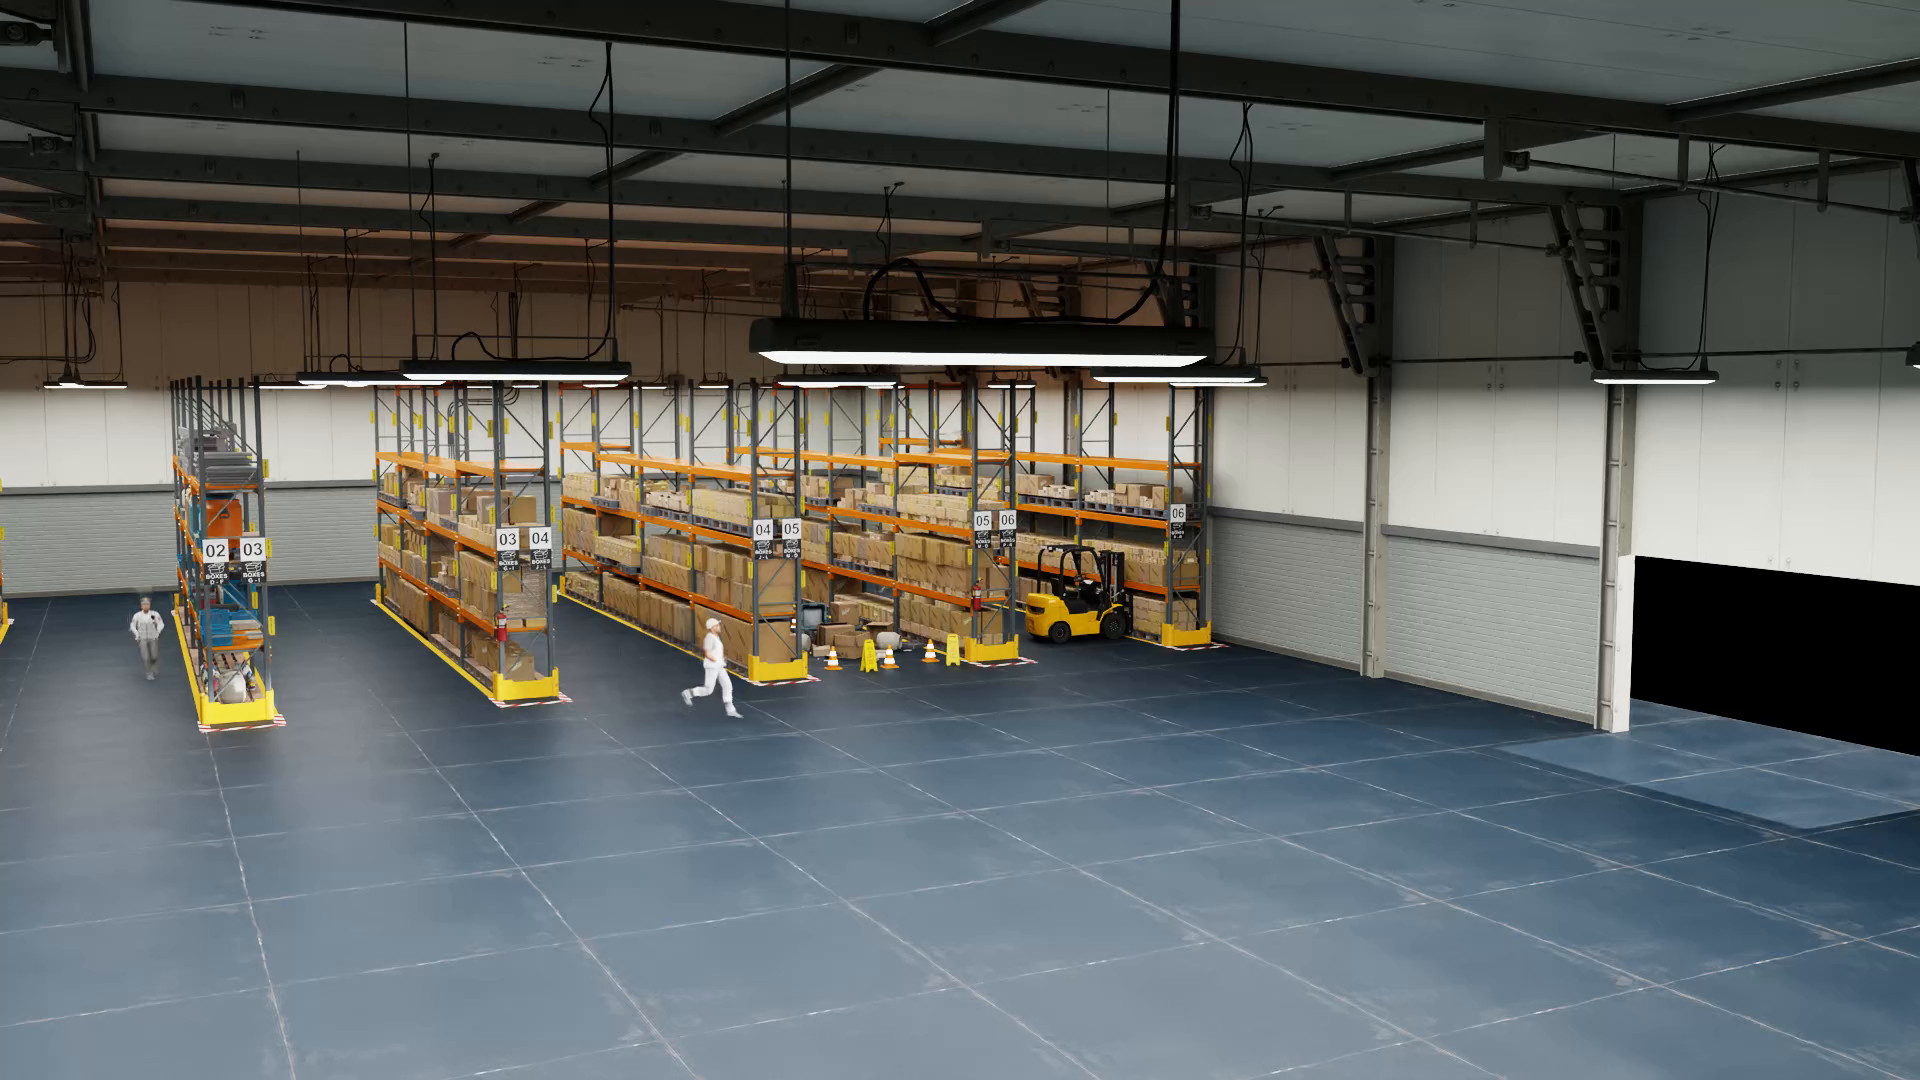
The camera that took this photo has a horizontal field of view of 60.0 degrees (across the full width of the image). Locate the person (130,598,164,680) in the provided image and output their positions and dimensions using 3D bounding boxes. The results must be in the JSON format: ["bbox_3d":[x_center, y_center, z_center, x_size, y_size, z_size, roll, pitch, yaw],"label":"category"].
[{"bbox_3d":[-16.161,1.958,33.079,0.599,1.652,0.544,-3,6,-26],"label":"person"}]

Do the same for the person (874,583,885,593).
[{"bbox_3d":[-2.215,0.659,44.969,0.546,1.571,0.458,-3,6,-34],"label":"person"}]

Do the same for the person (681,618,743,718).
[{"bbox_3d":[-4.371,2.262,29.253,1.100,1.773,0.630,1,5,10],"label":"person"}]
